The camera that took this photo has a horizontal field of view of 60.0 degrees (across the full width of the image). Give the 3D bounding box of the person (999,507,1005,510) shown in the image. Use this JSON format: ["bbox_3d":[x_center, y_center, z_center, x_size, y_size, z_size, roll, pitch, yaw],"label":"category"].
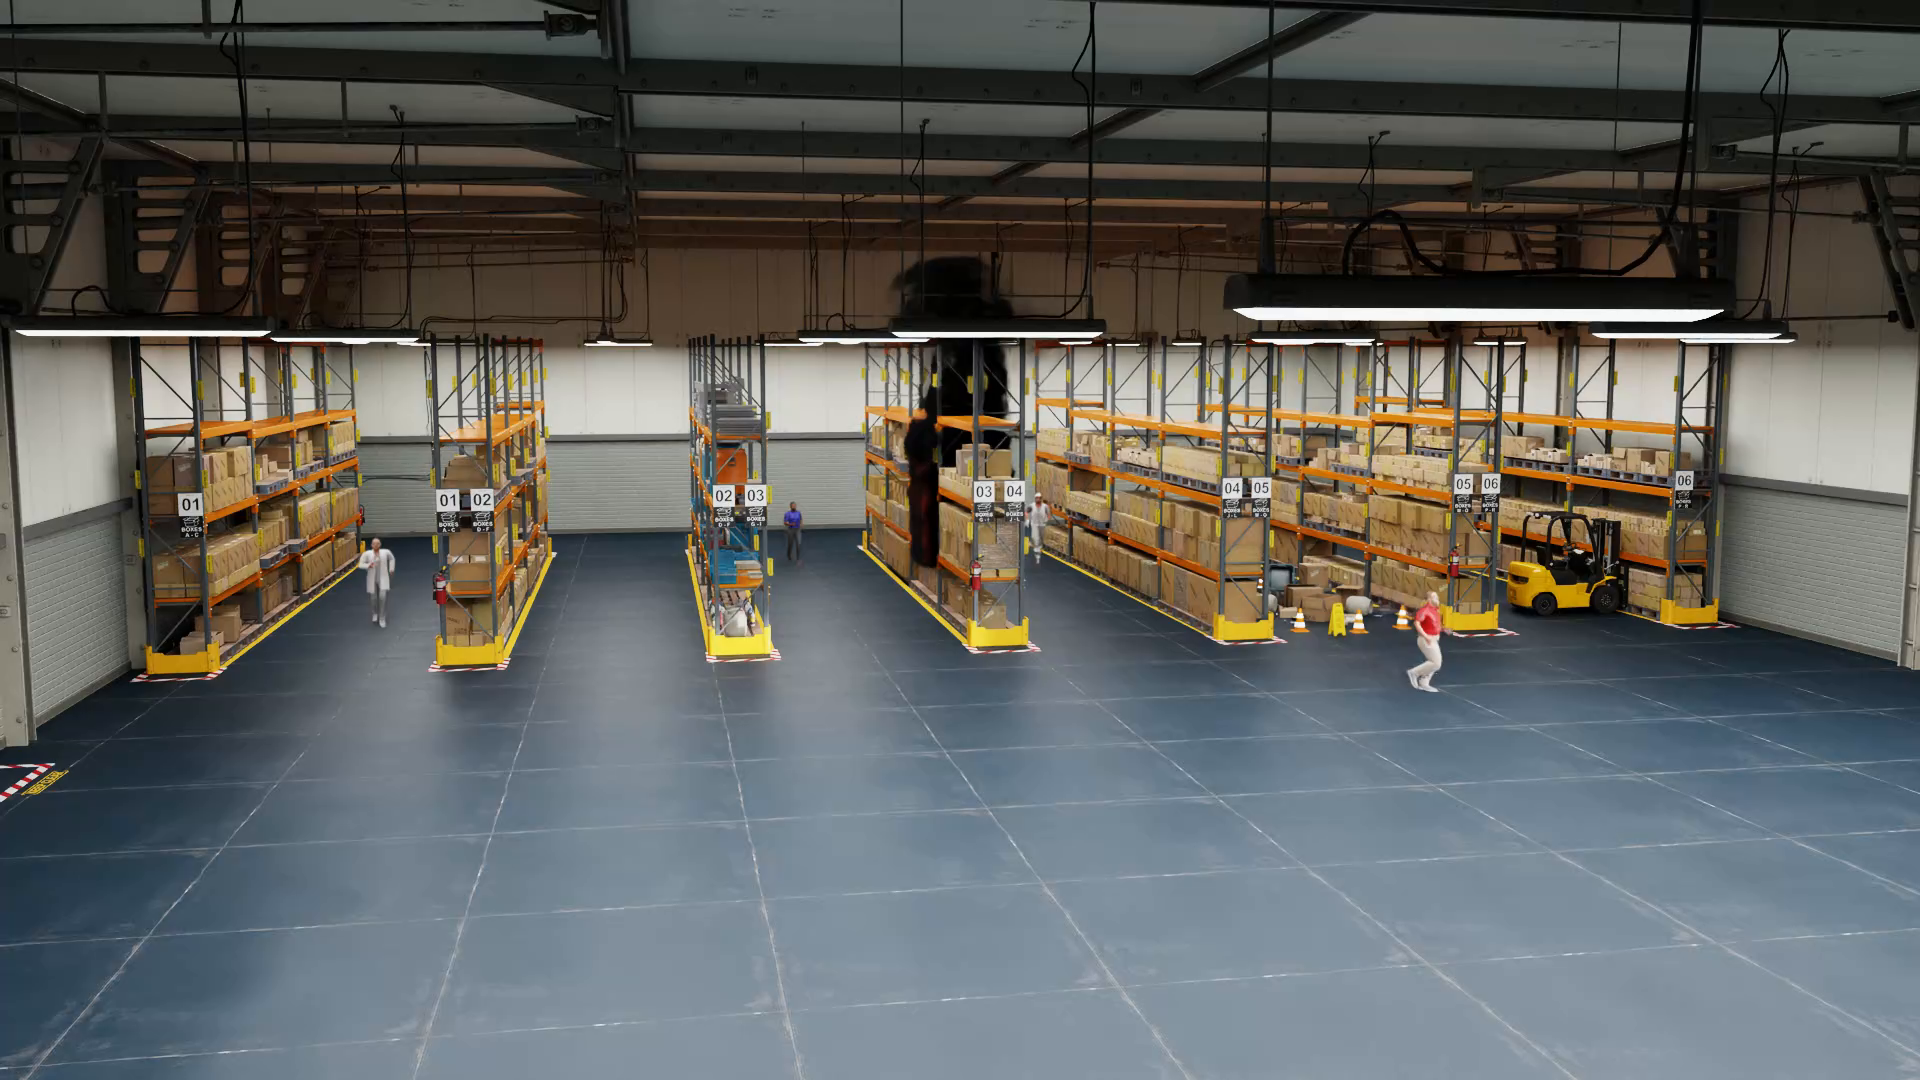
[{"bbox_3d":[1.205,-0.689,49.373,0.548,1.561,0.671,-4,8,-33],"label":"person"}]

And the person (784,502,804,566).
[{"bbox_3d":[-4.425,-0.192,44.299,0.569,1.669,0.932,-3,7,-21],"label":"person"}]

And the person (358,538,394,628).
[{"bbox_3d":[-12.116,0.865,34.561,0.702,1.823,0.969,-2,7,-18],"label":"person"}]

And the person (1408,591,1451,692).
[{"bbox_3d":[7.893,1.700,27.906,0.631,1.694,0.649,4,8,30],"label":"person"}]

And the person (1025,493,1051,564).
[{"bbox_3d":[2.025,-0.317,42.804,0.658,1.812,0.908,-1,7,-6],"label":"person"}]
